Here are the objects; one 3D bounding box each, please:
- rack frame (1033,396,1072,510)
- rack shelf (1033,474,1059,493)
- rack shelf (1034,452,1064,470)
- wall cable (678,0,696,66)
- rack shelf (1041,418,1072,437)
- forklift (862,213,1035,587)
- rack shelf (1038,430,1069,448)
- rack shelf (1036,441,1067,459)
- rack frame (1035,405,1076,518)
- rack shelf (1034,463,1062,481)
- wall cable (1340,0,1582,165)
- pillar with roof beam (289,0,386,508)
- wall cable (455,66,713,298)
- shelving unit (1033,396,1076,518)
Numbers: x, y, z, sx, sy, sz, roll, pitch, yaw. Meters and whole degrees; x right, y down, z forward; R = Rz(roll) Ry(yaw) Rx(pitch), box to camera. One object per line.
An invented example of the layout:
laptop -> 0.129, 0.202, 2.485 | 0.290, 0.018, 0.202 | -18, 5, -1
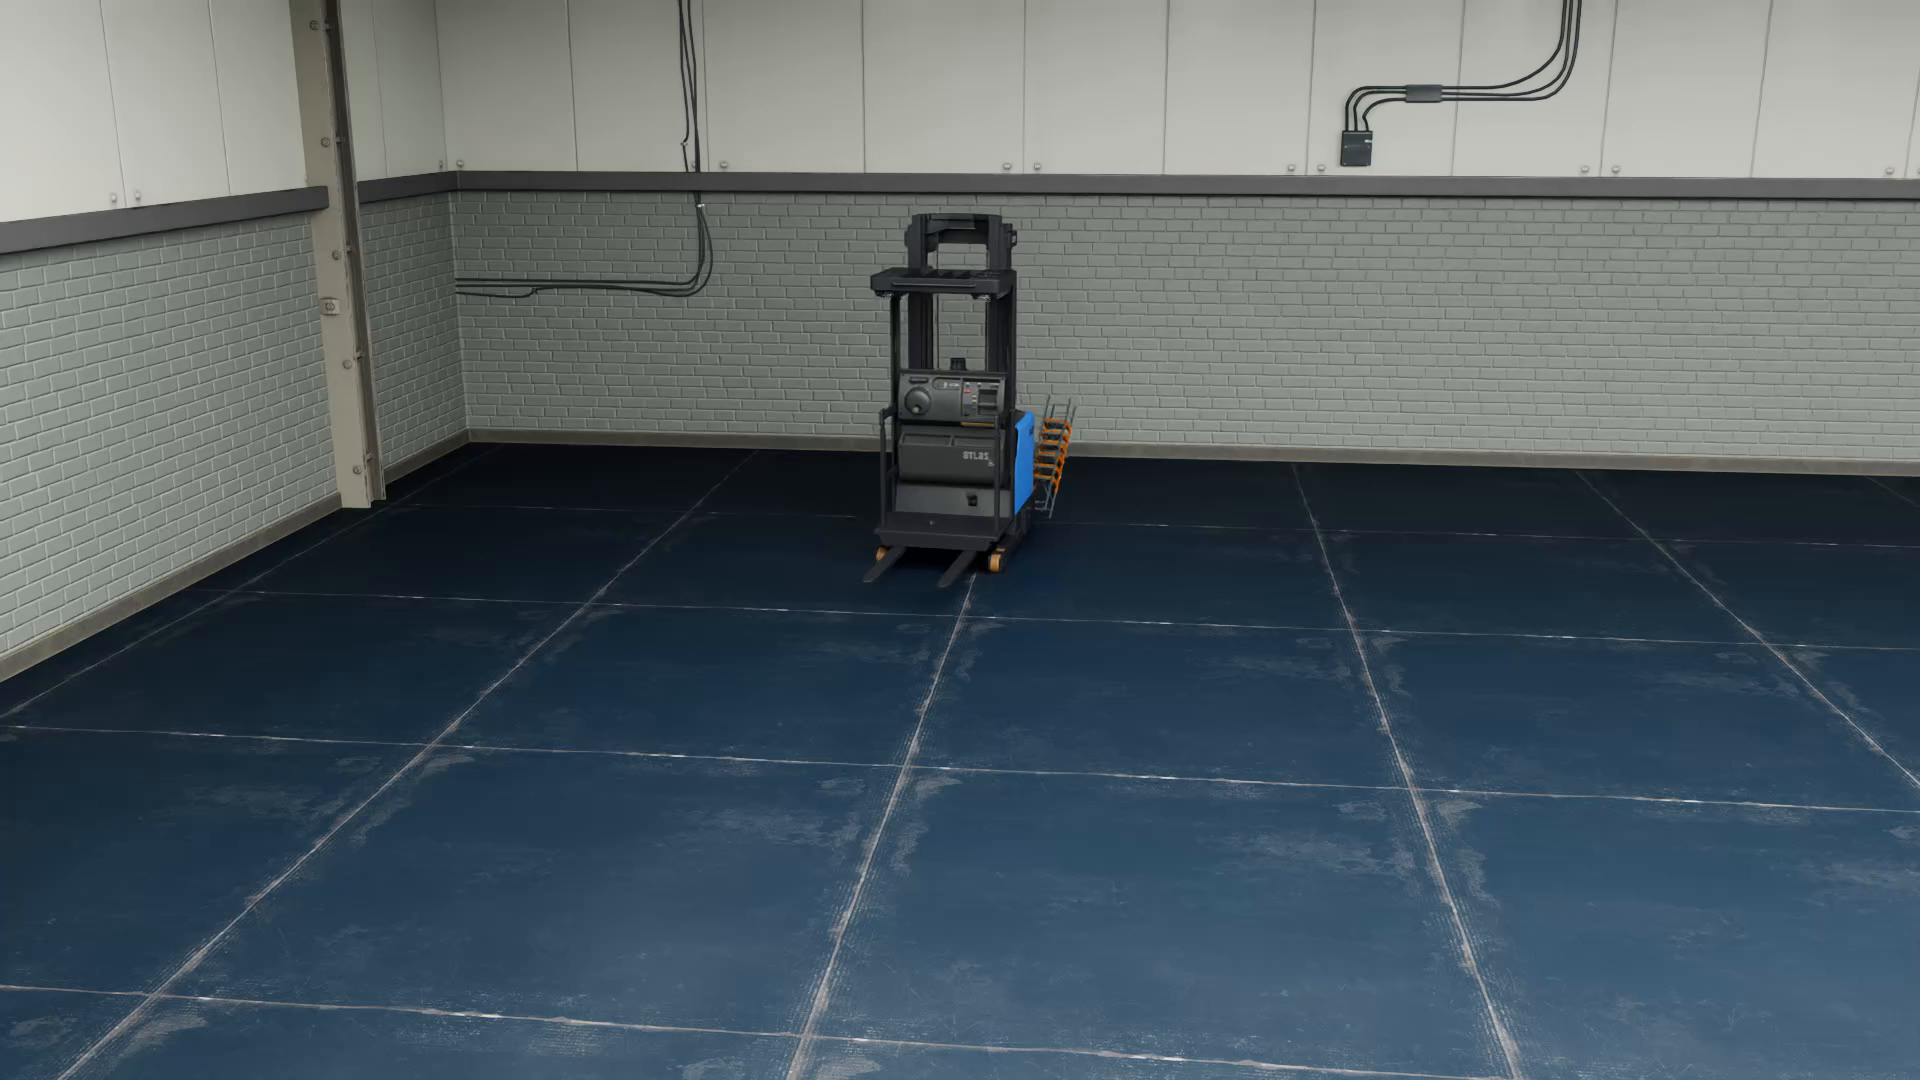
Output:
rack frame -> 0.839, -0.843, 16.006 | 0.240, 1.200, 0.006 | 6, -20, 21
rack shelf -> 0.803, -0.547, 15.993 | 0.258, 0.103, 0.180 | 6, -20, 21
rack shelf -> 0.857, -0.768, 16.071 | 0.258, 0.103, 0.180 | 6, -20, 21
wall cable -> -1.601, -6.298, 17.487 | 3.097, 2.526, 0.112 | 2, 15, 6
rack shelf -> 0.938, -1.098, 16.188 | 0.258, 0.103, 0.180 | 6, -20, 21
forklift -> -0.115, -1.240, 14.132 | 1.130, 2.935, 3.031 | 3, 15, 12
rack shelf -> 0.911, -0.988, 16.149 | 0.258, 0.103, 0.180 | 6, -20, 21
rack shelf -> 0.884, -0.878, 16.110 | 0.258, 0.103, 0.180 | 6, -20, 21
rack frame -> 0.895, -0.773, 16.166 | 0.240, 1.200, 0.006 | 6, -20, 21
rack shelf -> 0.830, -0.657, 16.032 | 0.258, 0.103, 0.180 | 6, -20, 21
wall cable -> 5.142, -6.797, 16.542 | 2.305, 6.003, 0.169 | 2, 15, 6
pillar with roof beam -> -1.658, -4.587, 14.885 | 9.100, 9.000, 0.400 | 2, 15, 6
wall cable -> -4.289, -3.940, 18.441 | 3.097, 2.526, 0.112 | 2, 15, 6
shelving unit -> 0.867, -0.808, 16.086 | 0.258, 1.200, 0.189 | 6, -20, 21
